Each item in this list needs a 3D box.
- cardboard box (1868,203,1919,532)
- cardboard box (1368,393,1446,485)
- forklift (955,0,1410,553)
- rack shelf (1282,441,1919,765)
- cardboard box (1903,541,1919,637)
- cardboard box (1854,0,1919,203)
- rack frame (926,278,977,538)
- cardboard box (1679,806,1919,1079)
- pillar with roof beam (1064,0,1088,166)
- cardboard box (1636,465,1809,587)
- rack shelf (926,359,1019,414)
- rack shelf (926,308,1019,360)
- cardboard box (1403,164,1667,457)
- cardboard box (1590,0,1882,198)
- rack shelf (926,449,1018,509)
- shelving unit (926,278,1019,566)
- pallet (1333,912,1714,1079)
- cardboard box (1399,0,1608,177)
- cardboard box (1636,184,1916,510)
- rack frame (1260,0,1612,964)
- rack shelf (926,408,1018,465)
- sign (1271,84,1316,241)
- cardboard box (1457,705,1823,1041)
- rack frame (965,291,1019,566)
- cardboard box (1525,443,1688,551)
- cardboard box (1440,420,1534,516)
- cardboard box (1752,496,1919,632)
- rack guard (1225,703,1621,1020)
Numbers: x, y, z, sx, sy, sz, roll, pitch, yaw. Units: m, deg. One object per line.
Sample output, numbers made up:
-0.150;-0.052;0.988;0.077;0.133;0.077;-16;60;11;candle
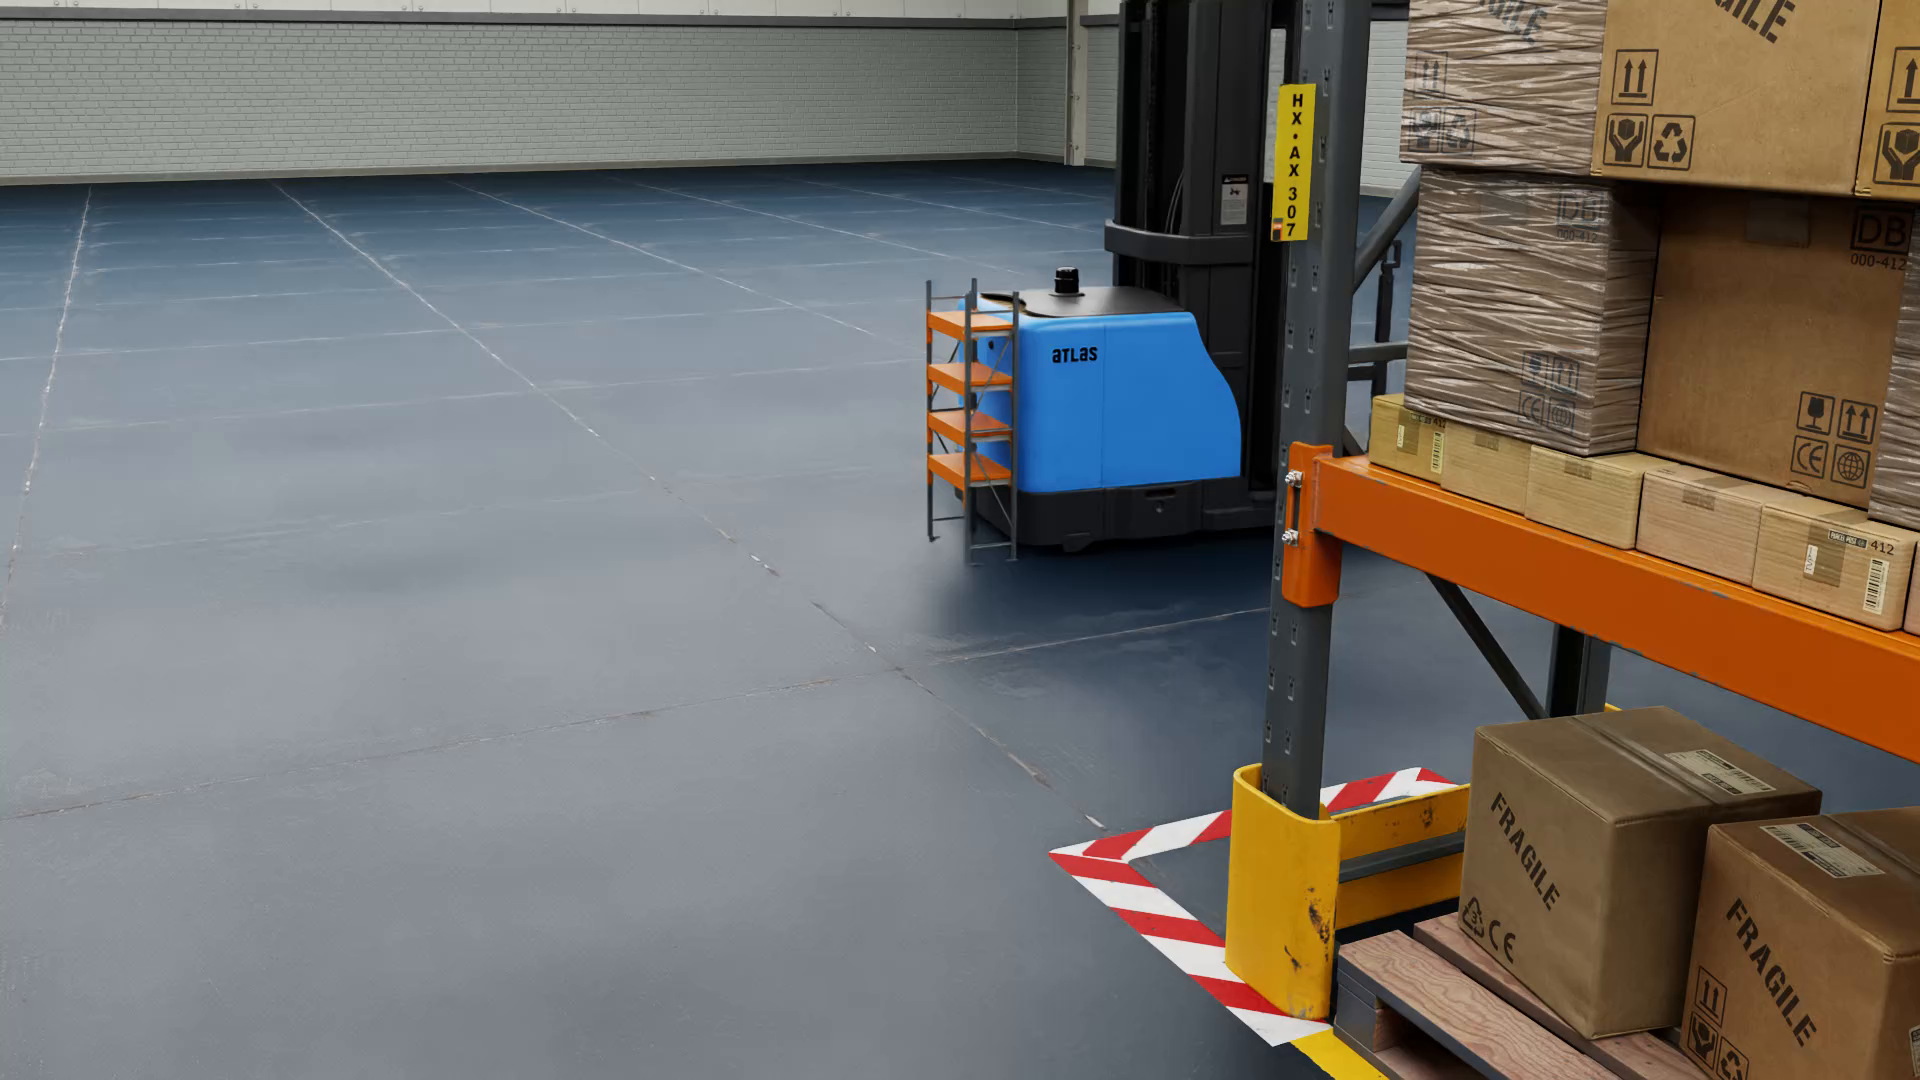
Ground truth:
1.923;-0.265;2.514;0.875;0.500;0.500;-8;18;-25;cardboard box
1.110;-0.232;3.576;0.380;0.149;0.250;-8;18;-25;cardboard box
1.550;-1.576;7.930;3.031;2.935;1.130;-5;17;-18;forklift
2.076;0.390;2.259;1.077;0.370;4.000;-8;18;-25;rack shelf
1.664;0.077;2.498;0.380;0.149;0.250;-8;18;-25;cardboard box
1.629;-0.706;2.238;0.500;0.500;0.500;-8;18;-25;cardboard box
-0.037;-0.599;7.663;0.240;1.200;0.015;-6;17;-20;rack frame
1.751;0.849;3.126;0.500;0.500;0.500;-3;16;-10;cardboard box
-1.370;-11.981;33.186;9.100;9.000;0.400;-8;18;-25;pillar with roof beam
1.427;-0.044;2.922;0.380;0.149;0.250;-8;18;-25;cardboard box
0.050;-0.687;7.400;0.258;0.148;0.480;-6;17;-20;rack shelf
0.050;-0.914;7.335;0.258;0.148;0.480;-6;17;-20;rack shelf
1.416;-0.503;3.346;0.875;0.500;0.500;-8;18;-25;cardboard box
1.409;-0.829;2.670;0.500;0.500;0.500;-8;18;-25;cardboard box
0.049;-0.281;7.517;0.258;0.148;0.480;-6;17;-20;rack shelf
0.049;-0.536;7.444;0.258;1.200;0.503;-6;17;-20;shelving unit
1.557;1.113;3.490;1.003;0.211;1.213;-8;18;-25;pallet
1.196;-0.954;3.105;0.500;0.500;0.500;-8;18;-25;cardboard box
1.743;-0.394;2.964;0.875;0.500;0.500;-8;18;-25;cardboard box
1.200;-0.452;3.888;1.000;3.000;0.127;-8;18;-25;rack frame
0.049;-0.472;7.462;0.258;0.148;0.480;-6;17;-20;rack shelf
0.712;-0.802;3.539;0.100;0.325;0.005;-8;18;-25;sign
1.458;0.705;3.628;0.500;0.500;0.500;-4;17;-15;cardboard box
0.136;-0.473;7.224;0.240;1.200;0.015;-6;17;-20;rack frame
1.299;-0.104;3.129;0.380;0.149;0.250;-8;18;-25;cardboard box
1.203;-0.167;3.351;0.380;0.149;0.250;-8;18;-25;cardboard box
1.530;0.019;2.703;0.380;0.149;0.250;-8;18;-25;cardboard box
1.233;0.768;4.167;1.175;0.500;0.348;-8;18;-25;rack guard
